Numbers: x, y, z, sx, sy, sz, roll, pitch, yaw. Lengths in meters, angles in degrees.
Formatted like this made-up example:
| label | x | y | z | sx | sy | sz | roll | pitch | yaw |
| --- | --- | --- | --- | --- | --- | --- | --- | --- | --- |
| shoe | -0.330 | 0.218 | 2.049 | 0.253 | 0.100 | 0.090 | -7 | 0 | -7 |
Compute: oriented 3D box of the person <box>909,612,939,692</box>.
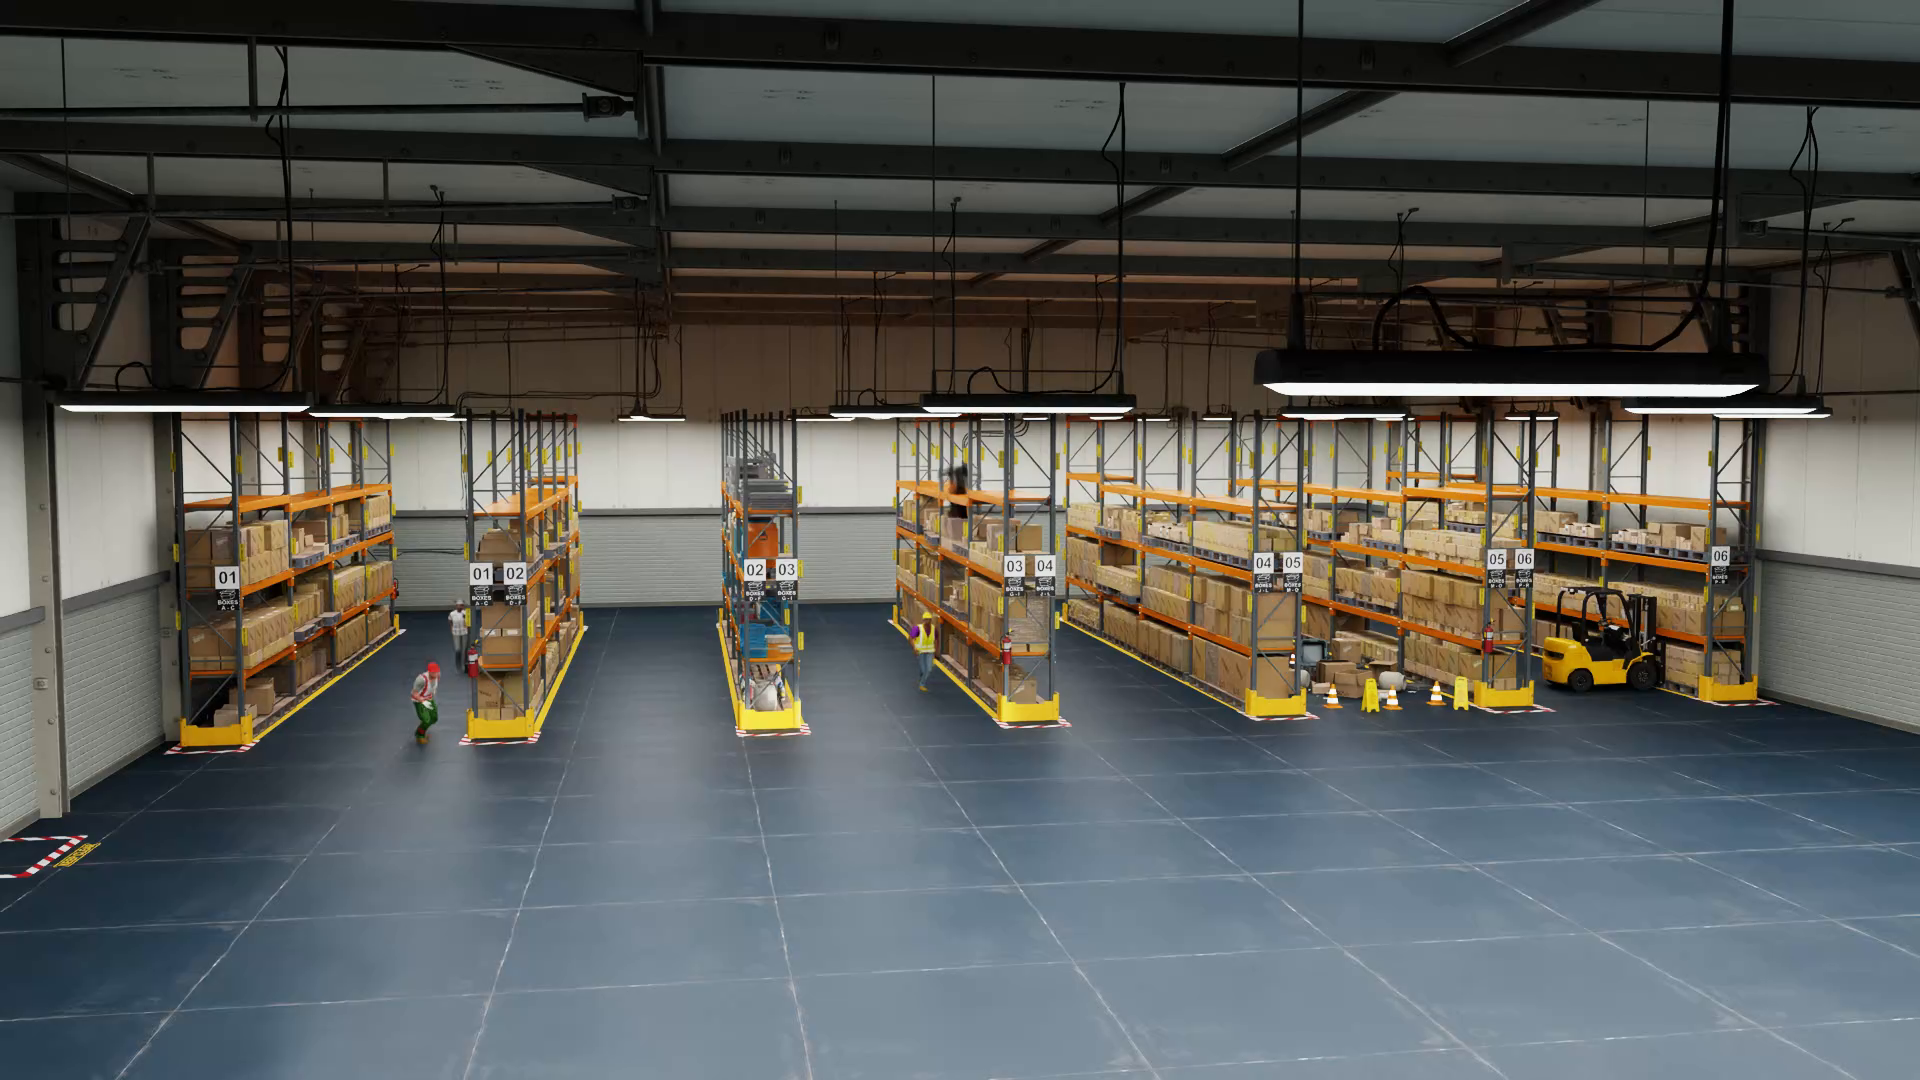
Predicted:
| label | x | y | z | sx | sy | sz | roll | pitch | yaw |
| --- | --- | --- | --- | --- | --- | --- | --- | --- | --- |
| person | -0.769 | 2.389 | 35.686 | 0.700 | 1.702 | 0.590 | -1 | 4 | -17 |

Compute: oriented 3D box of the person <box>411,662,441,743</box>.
| label | x | y | z | sx | sy | sz | roll | pitch | yaw |
| --- | --- | --- | --- | --- | --- | --- | --- | --- | --- |
| person | -9.528 | 2.897 | 29.728 | 0.950 | 1.520 | 0.736 | 2 | 4 | 28 |

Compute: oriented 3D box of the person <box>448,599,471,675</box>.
| label | x | y | z | sx | sy | sz | roll | pitch | yaw |
| --- | --- | --- | --- | --- | --- | --- | --- | --- | --- |
| person | -11.470 | 2.213 | 38.206 | 0.584 | 1.725 | 0.744 | -1 | 4 | -10 |

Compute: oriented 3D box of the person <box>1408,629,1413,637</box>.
| label | x | y | z | sx | sy | sz | roll | pitch | yaw |
| --- | --- | --- | --- | --- | --- | --- | --- | --- | --- |
| person | 11.874 | 1.940 | 42.823 | 0.641 | 1.629 | 0.798 | -2 | 4 | -27 |

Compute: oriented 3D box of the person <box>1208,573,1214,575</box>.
| label | x | y | z | sx | sy | sz | roll | pitch | yaw |
| --- | --- | --- | --- | --- | --- | --- | --- | --- | --- |
| person | 6.774 | 1.741 | 44.612 | 0.620 | 1.721 | 0.947 | -2 | 4 | -25 |
